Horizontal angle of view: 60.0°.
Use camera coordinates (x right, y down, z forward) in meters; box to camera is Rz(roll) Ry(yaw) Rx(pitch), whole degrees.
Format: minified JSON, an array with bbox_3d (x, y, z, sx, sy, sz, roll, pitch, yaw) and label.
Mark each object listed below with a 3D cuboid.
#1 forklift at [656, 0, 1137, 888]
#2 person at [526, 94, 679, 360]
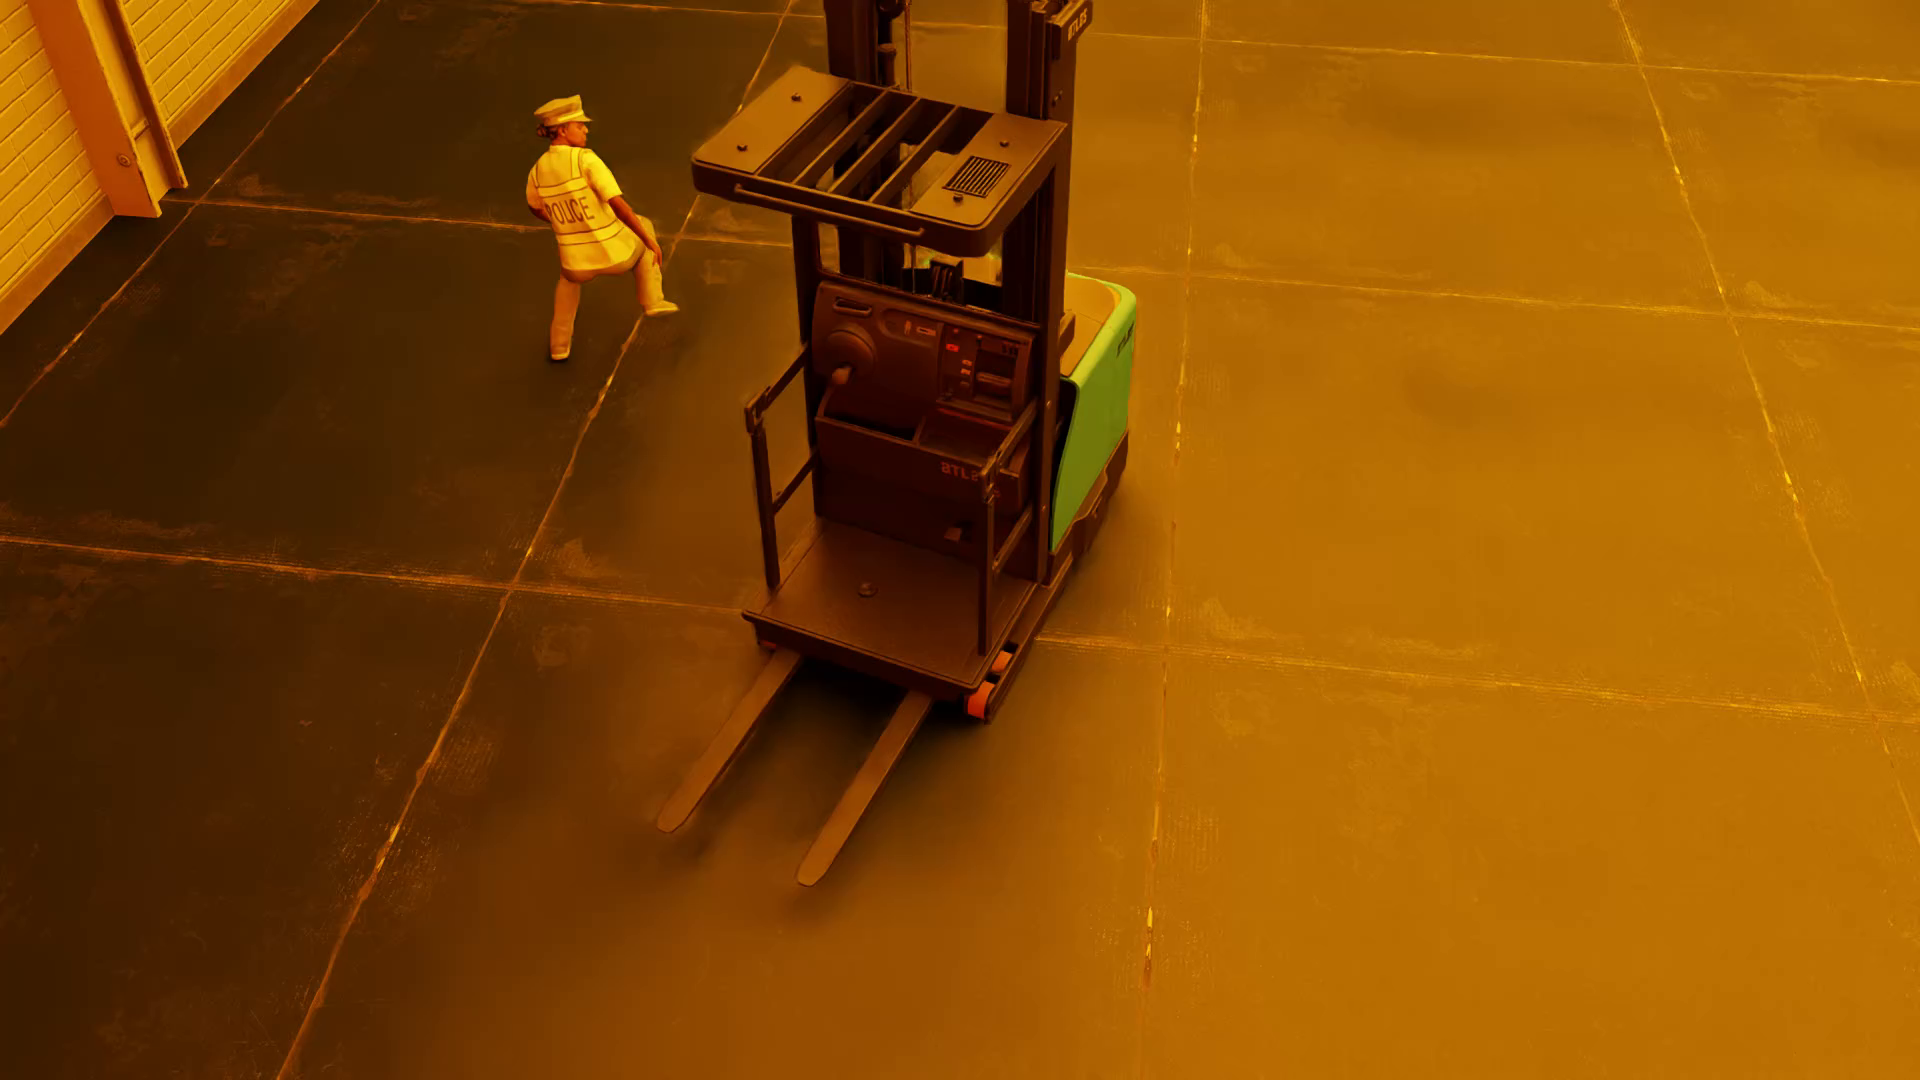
[{"bbox_3d":[-0.243,-0.655,6.437,1.130,2.935,3.031,17,45,17],"label":"forklift"},{"bbox_3d":[-1.866,-1.599,8.604,0.722,1.454,0.652,3,43,3],"label":"person"}]
